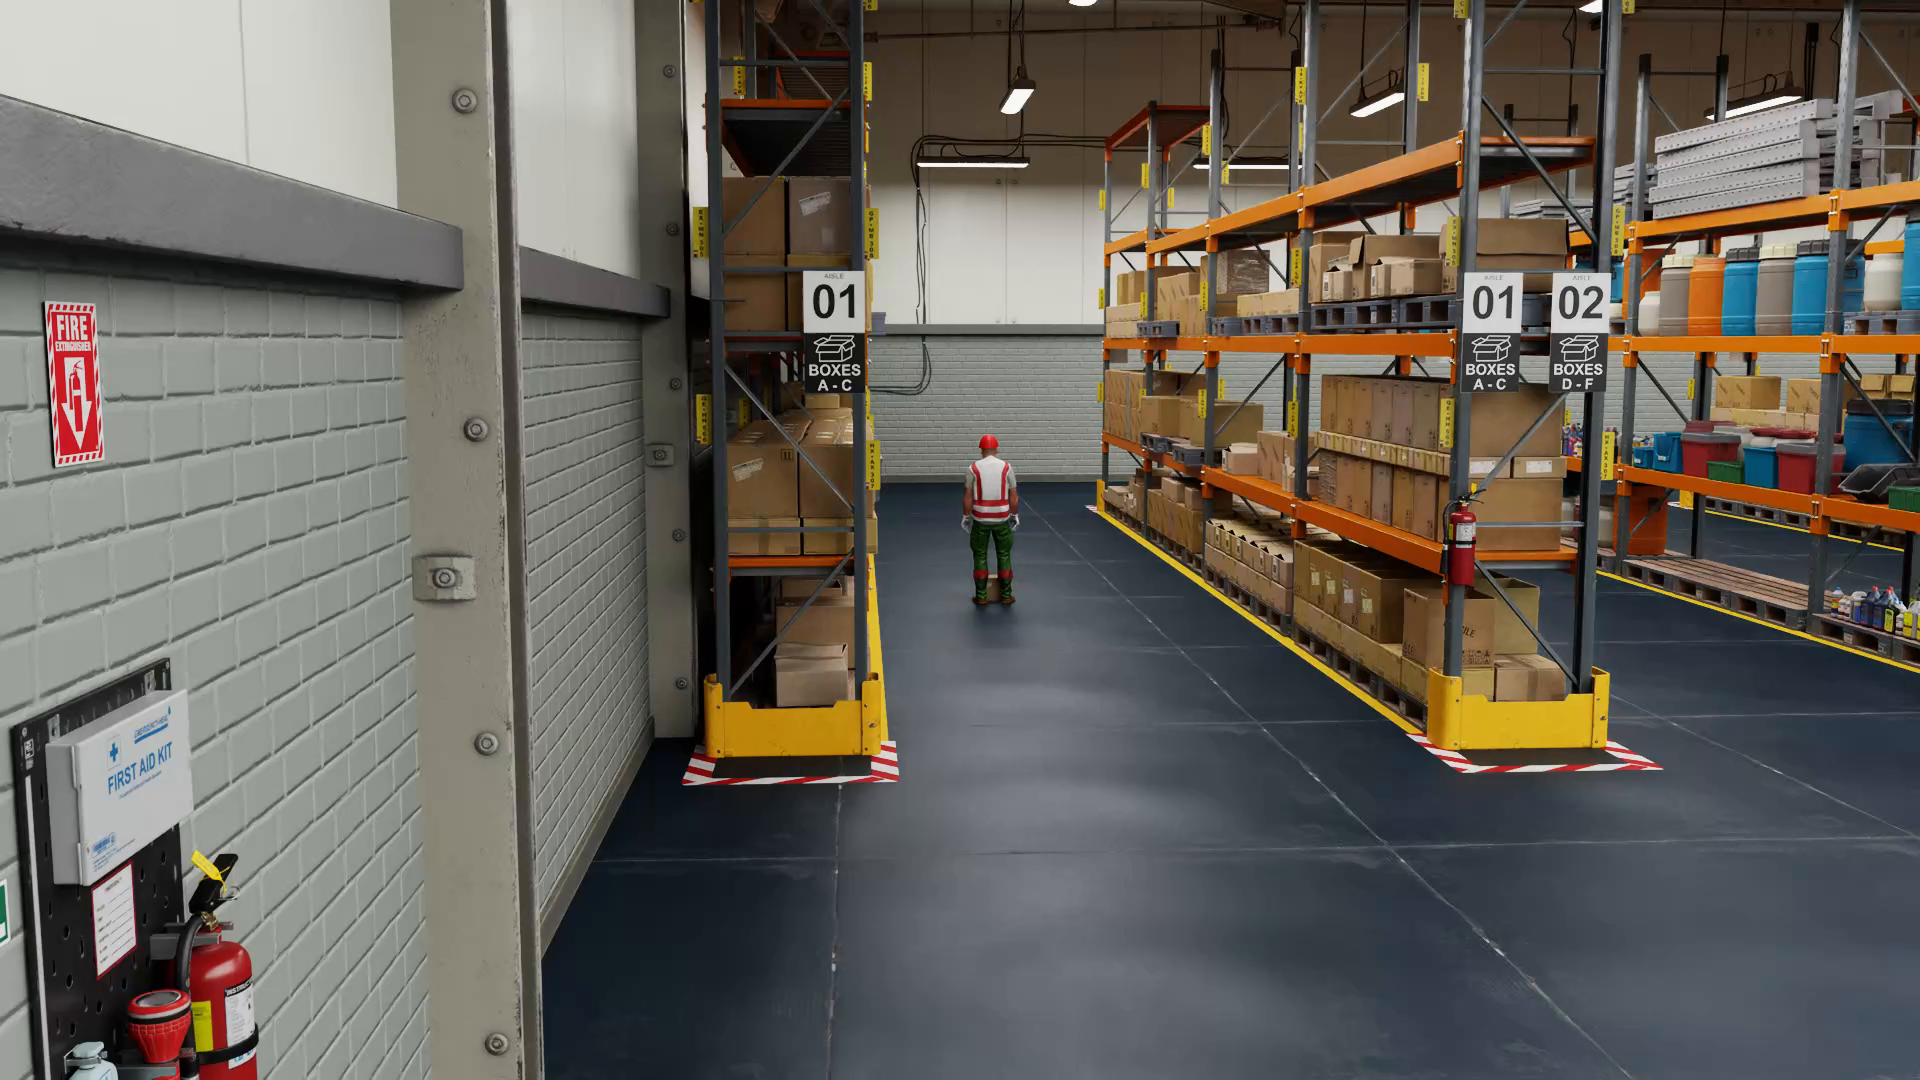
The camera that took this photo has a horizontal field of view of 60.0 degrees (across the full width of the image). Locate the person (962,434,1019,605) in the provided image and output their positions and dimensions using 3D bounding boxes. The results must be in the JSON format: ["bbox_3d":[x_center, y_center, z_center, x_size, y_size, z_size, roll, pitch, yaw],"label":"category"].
[{"bbox_3d":[0.325,-0.218,17.508,0.609,1.780,0.448,0,7,-3],"label":"person"}]
